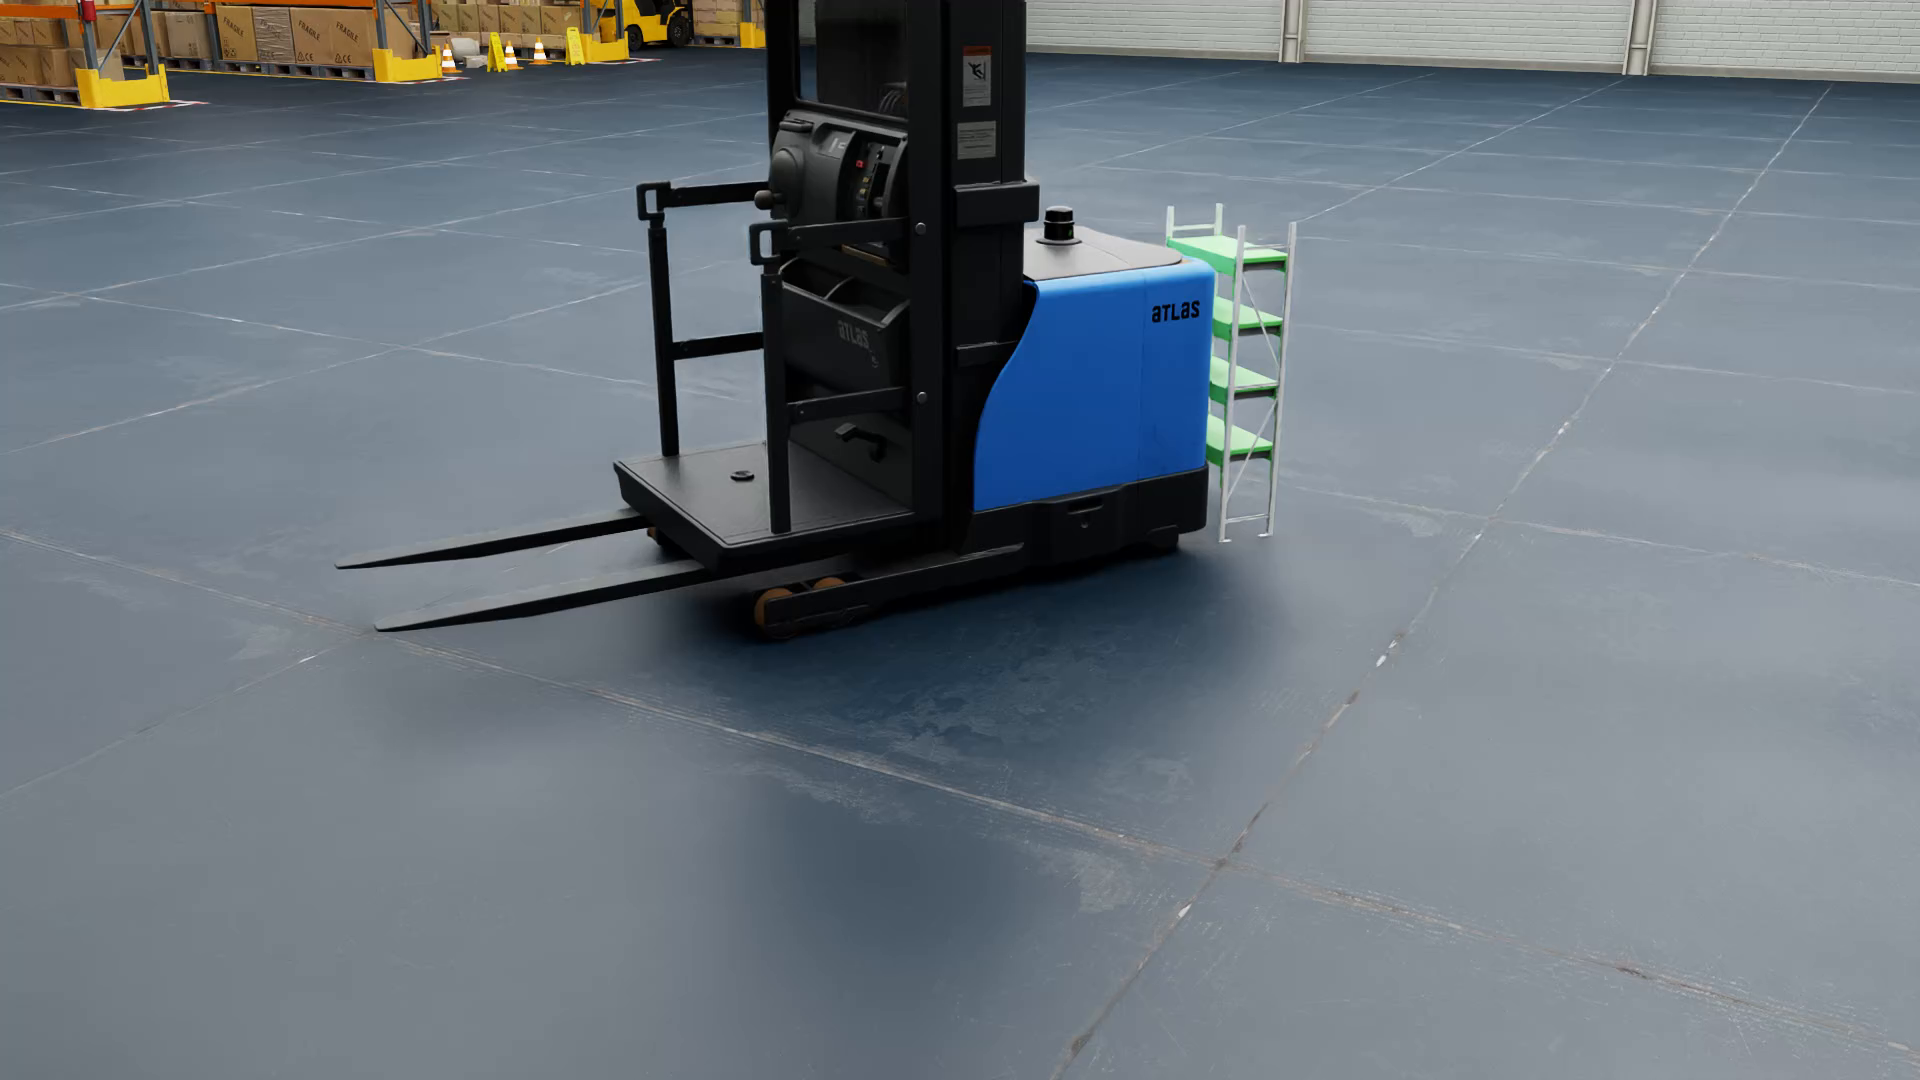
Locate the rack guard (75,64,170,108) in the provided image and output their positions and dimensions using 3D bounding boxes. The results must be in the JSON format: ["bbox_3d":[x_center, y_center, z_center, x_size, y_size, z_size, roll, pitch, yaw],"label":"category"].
[{"bbox_3d":[-11.508,-6.254,22.873,0.348,0.500,1.175,11,23,27],"label":"rack guard"}]

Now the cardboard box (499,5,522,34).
[{"bbox_3d":[-8.329,-9.852,31.442,0.500,0.500,0.500,10,22,26],"label":"cardboard box"}]

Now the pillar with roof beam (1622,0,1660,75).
[{"bbox_3d":[9.256,-10.774,22.871,0.400,9.000,9.100,11,23,27],"label":"pillar with roof beam"}]

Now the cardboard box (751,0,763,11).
[{"bbox_3d":[-4.518,-11.356,35.223,0.500,0.250,0.500,10,22,26],"label":"cardboard box"}]

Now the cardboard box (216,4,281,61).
[{"bbox_3d":[-11.911,-8.615,28.215,0.875,0.875,0.875,11,23,28],"label":"cardboard box"}]

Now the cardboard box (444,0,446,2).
[{"bbox_3d":[-11.730,-12.510,38.551,0.250,0.149,0.380,10,22,25],"label":"cardboard box"}]

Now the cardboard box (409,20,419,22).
[{"bbox_3d":[-11.189,-10.199,33.321,0.625,0.372,0.950,12,23,31],"label":"cardboard box"}]

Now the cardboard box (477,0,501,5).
[{"bbox_3d":[-8.951,-10.248,31.584,0.250,0.149,0.380,12,23,30],"label":"cardboard box"}]

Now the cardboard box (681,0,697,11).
[{"bbox_3d":[-5.639,-11.368,35.255,0.500,0.250,0.500,11,23,28],"label":"cardboard box"}]

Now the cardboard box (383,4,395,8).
[{"bbox_3d":[-13.451,-12.546,39.602,0.500,0.500,0.500,10,22,26],"label":"cardboard box"}]

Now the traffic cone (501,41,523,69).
[{"bbox_3d":[-7.857,-8.475,29.050,0.334,0.463,0.336,11,23,27],"label":"traffic cone"}]

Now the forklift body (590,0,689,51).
[{"bbox_3d":[-6.736,-11.218,34.138,1.214,2.155,2.313,11,23,27],"label":"forklift body"}]

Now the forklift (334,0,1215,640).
[{"bbox_3d":[-0.599,-1.256,5.529,3.031,2.935,1.130,-11,23,-28],"label":"forklift"}]

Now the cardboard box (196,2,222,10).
[{"bbox_3d":[-15.712,-11.334,35.711,0.875,0.875,0.875,12,23,29],"label":"cardboard box"}]

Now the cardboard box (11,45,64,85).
[{"bbox_3d":[-13.054,-6.747,23.616,0.500,0.500,0.500,13,24,32],"label":"cardboard box"}]

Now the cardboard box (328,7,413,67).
[{"bbox_3d":[-9.558,-8.168,26.984,0.875,0.875,0.875,11,23,28],"label":"cardboard box"}]

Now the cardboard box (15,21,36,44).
[{"bbox_3d":[-17.072,-9.348,30.787,0.500,0.500,0.500,12,23,29],"label":"cardboard box"}]

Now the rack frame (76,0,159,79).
[{"bbox_3d":[-11.441,-7.417,22.412,0.127,3.000,1.000,11,23,27],"label":"rack frame"}]

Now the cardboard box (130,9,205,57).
[{"bbox_3d":[-13.852,-8.919,29.239,0.750,0.750,1.050,11,23,27],"label":"cardboard box"}]

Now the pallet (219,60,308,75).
[{"bbox_3d":[-11.801,-8.081,28.333,1.213,0.211,1.003,11,23,27],"label":"pallet"}]

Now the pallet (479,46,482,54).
[{"bbox_3d":[-9.497,-9.620,32.576,1.213,0.211,1.003,11,23,27],"label":"pallet"}]

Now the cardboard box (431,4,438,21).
[{"bbox_3d":[-12.081,-12.291,38.899,0.500,0.500,0.500,10,22,26],"label":"cardboard box"}]

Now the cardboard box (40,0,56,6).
[{"bbox_3d":[-12.252,-7.353,22.604,0.250,0.149,0.380,11,23,27],"label":"cardboard box"}]

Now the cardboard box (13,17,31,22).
[{"bbox_3d":[-17.089,-9.698,30.652,0.500,0.250,0.500,11,23,28],"label":"cardboard box"}]

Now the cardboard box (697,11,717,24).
[{"bbox_3d":[-5.201,-11.059,35.138,0.500,0.250,0.500,11,22,27],"label":"cardboard box"}]

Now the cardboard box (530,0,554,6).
[{"bbox_3d":[-7.788,-10.026,30.971,0.250,0.149,0.380,12,23,29],"label":"cardboard box"}]

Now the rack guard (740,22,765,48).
[{"bbox_3d":[-4.170,-10.666,35.036,0.348,0.500,1.175,11,23,27],"label":"rack guard"}]

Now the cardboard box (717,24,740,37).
[{"bbox_3d":[-4.755,-10.734,34.974,0.500,0.250,0.500,11,23,28],"label":"cardboard box"}]

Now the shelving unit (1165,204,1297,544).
[{"bbox_3d":[0.997,-0.644,6.376,0.258,1.200,0.503,-8,21,-23],"label":"shelving unit"}]

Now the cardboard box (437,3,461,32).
[{"bbox_3d":[-9.717,-10.111,32.157,0.500,0.500,0.500,12,23,30],"label":"cardboard box"}]

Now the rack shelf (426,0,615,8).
[{"bbox_3d":[-8.354,-10.361,31.585,4.000,0.370,1.077,11,23,27],"label":"rack shelf"}]

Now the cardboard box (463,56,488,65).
[{"bbox_3d":[-8.737,-8.643,29.974,0.380,0.149,0.250,-11,23,-29],"label":"cardboard box"}]

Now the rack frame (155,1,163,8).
[{"bbox_3d":[-17.085,-12.362,36.047,0.127,3.000,1.000,11,23,27],"label":"rack frame"}]

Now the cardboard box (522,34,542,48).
[{"bbox_3d":[-7.894,-9.415,31.336,0.500,0.250,0.500,11,23,27],"label":"cardboard box"}]

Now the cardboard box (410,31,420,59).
[{"bbox_3d":[-10.197,-8.949,30.097,0.503,0.637,0.797,11,23,27],"label":"cardboard box"}]

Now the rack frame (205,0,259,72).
[{"bbox_3d":[-12.426,-9.542,28.270,0.127,3.000,1.000,11,23,27],"label":"rack frame"}]

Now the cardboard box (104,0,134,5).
[{"bbox_3d":[-11.574,-7.417,22.782,0.250,0.149,0.380,11,23,27],"label":"cardboard box"}]

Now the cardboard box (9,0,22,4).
[{"bbox_3d":[-12.890,-7.487,22.976,0.250,0.149,0.380,11,23,27],"label":"cardboard box"}]

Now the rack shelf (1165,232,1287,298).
[{"bbox_3d":[1.002,-1.036,6.236,0.258,0.148,0.480,-8,21,-23],"label":"rack shelf"}]

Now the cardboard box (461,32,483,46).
[{"bbox_3d":[-9.245,-9.673,32.049,0.500,0.250,0.500,12,23,30],"label":"cardboard box"}]

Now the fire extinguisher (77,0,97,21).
[{"bbox_3d":[-11.566,-7.224,21.995,0.183,0.674,0.296,11,23,27],"label":"fire extinguisher"}]

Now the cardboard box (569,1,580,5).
[{"bbox_3d":[-8.144,-11.675,37.018,0.625,0.625,0.875,12,23,30],"label":"cardboard box"}]

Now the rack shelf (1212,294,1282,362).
[{"bbox_3d":[0.999,-0.810,6.317,0.258,0.148,0.480,-8,21,-23],"label":"rack shelf"}]

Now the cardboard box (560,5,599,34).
[{"bbox_3d":[-7.199,-9.844,31.422,0.500,0.500,0.500,10,22,26],"label":"cardboard box"}]

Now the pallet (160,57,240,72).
[{"bbox_3d":[-13.137,-8.337,29.038,1.213,0.211,1.003,11,23,27],"label":"pallet"}]

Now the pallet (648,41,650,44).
[{"bbox_3d":[-7.009,-11.055,36.531,1.213,0.211,1.003,11,23,27],"label":"pallet"}]
